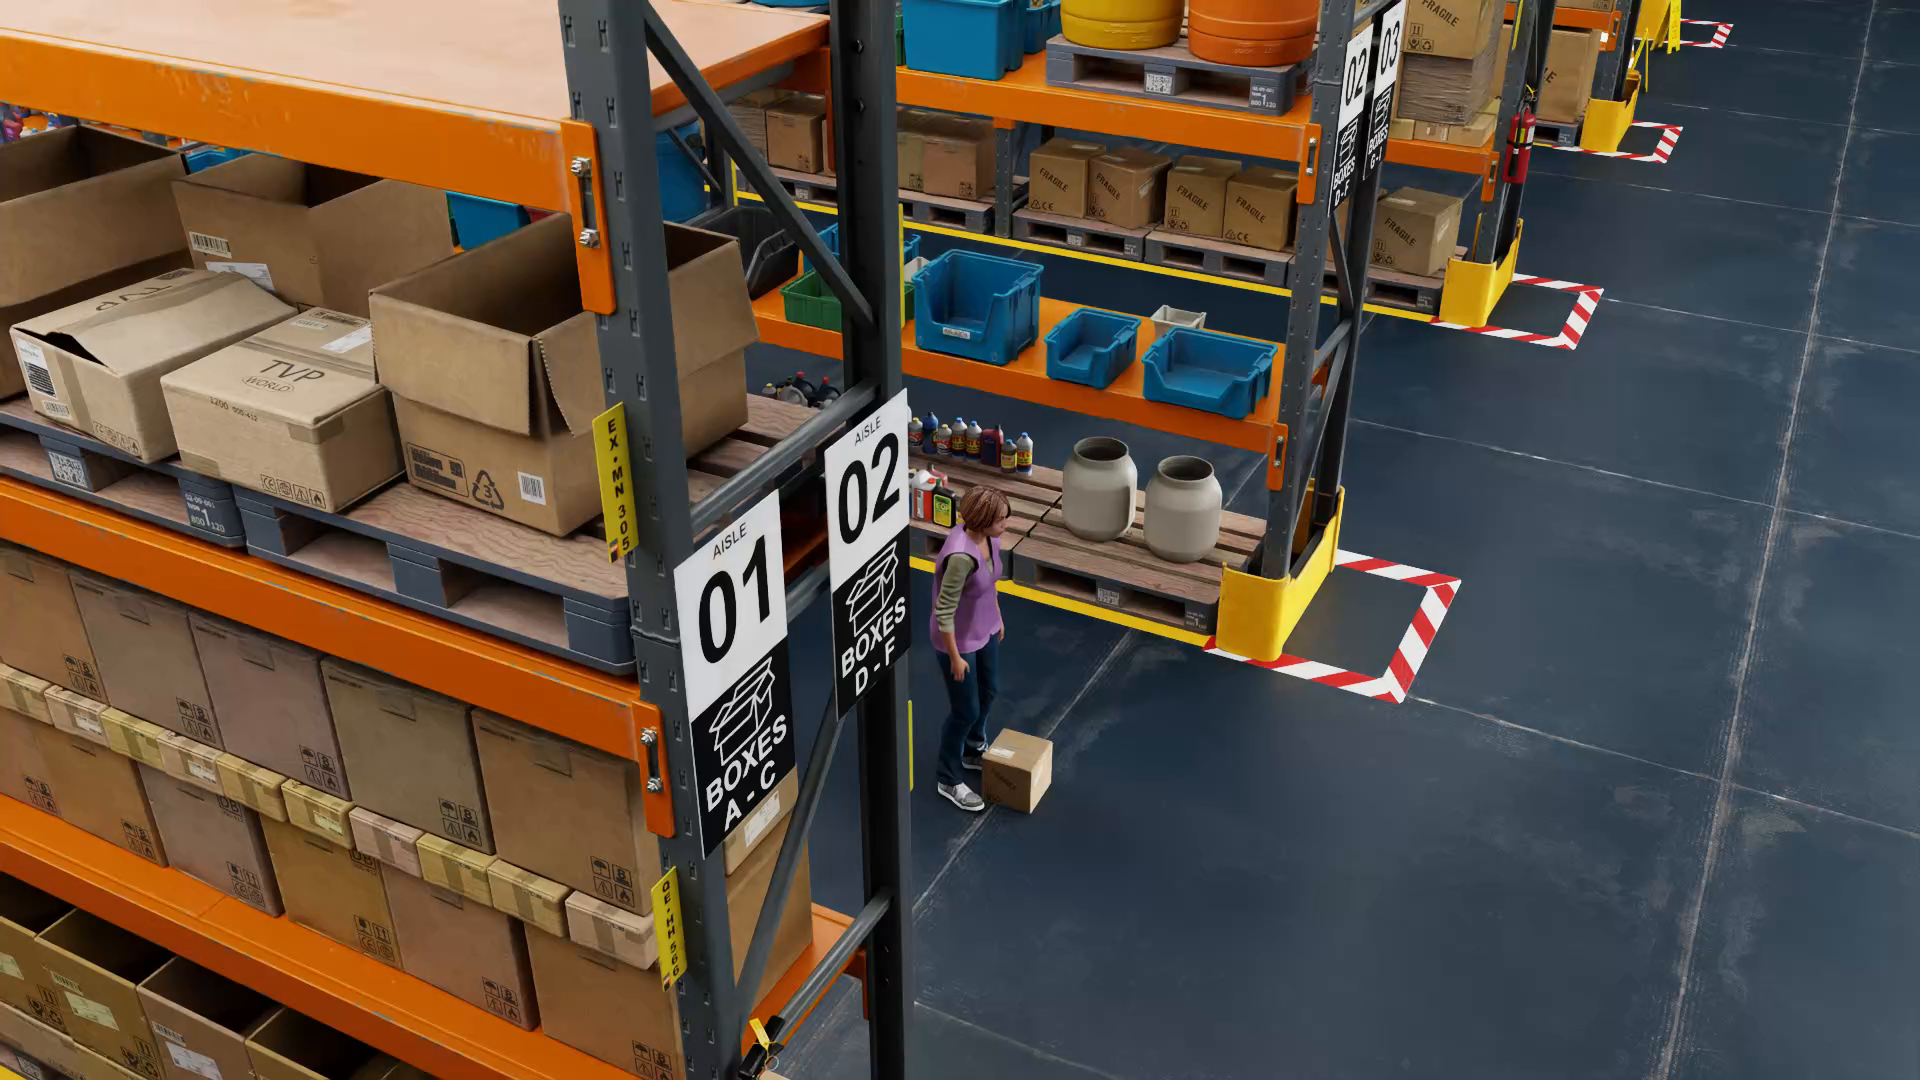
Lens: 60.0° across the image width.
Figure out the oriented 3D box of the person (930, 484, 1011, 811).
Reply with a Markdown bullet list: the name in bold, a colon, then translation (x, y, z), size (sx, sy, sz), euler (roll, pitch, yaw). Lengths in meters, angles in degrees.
- **person**: translation (0.049, 0.450, 7.526), size (0.343, 1.593, 0.460), euler (15, 34, 23)
